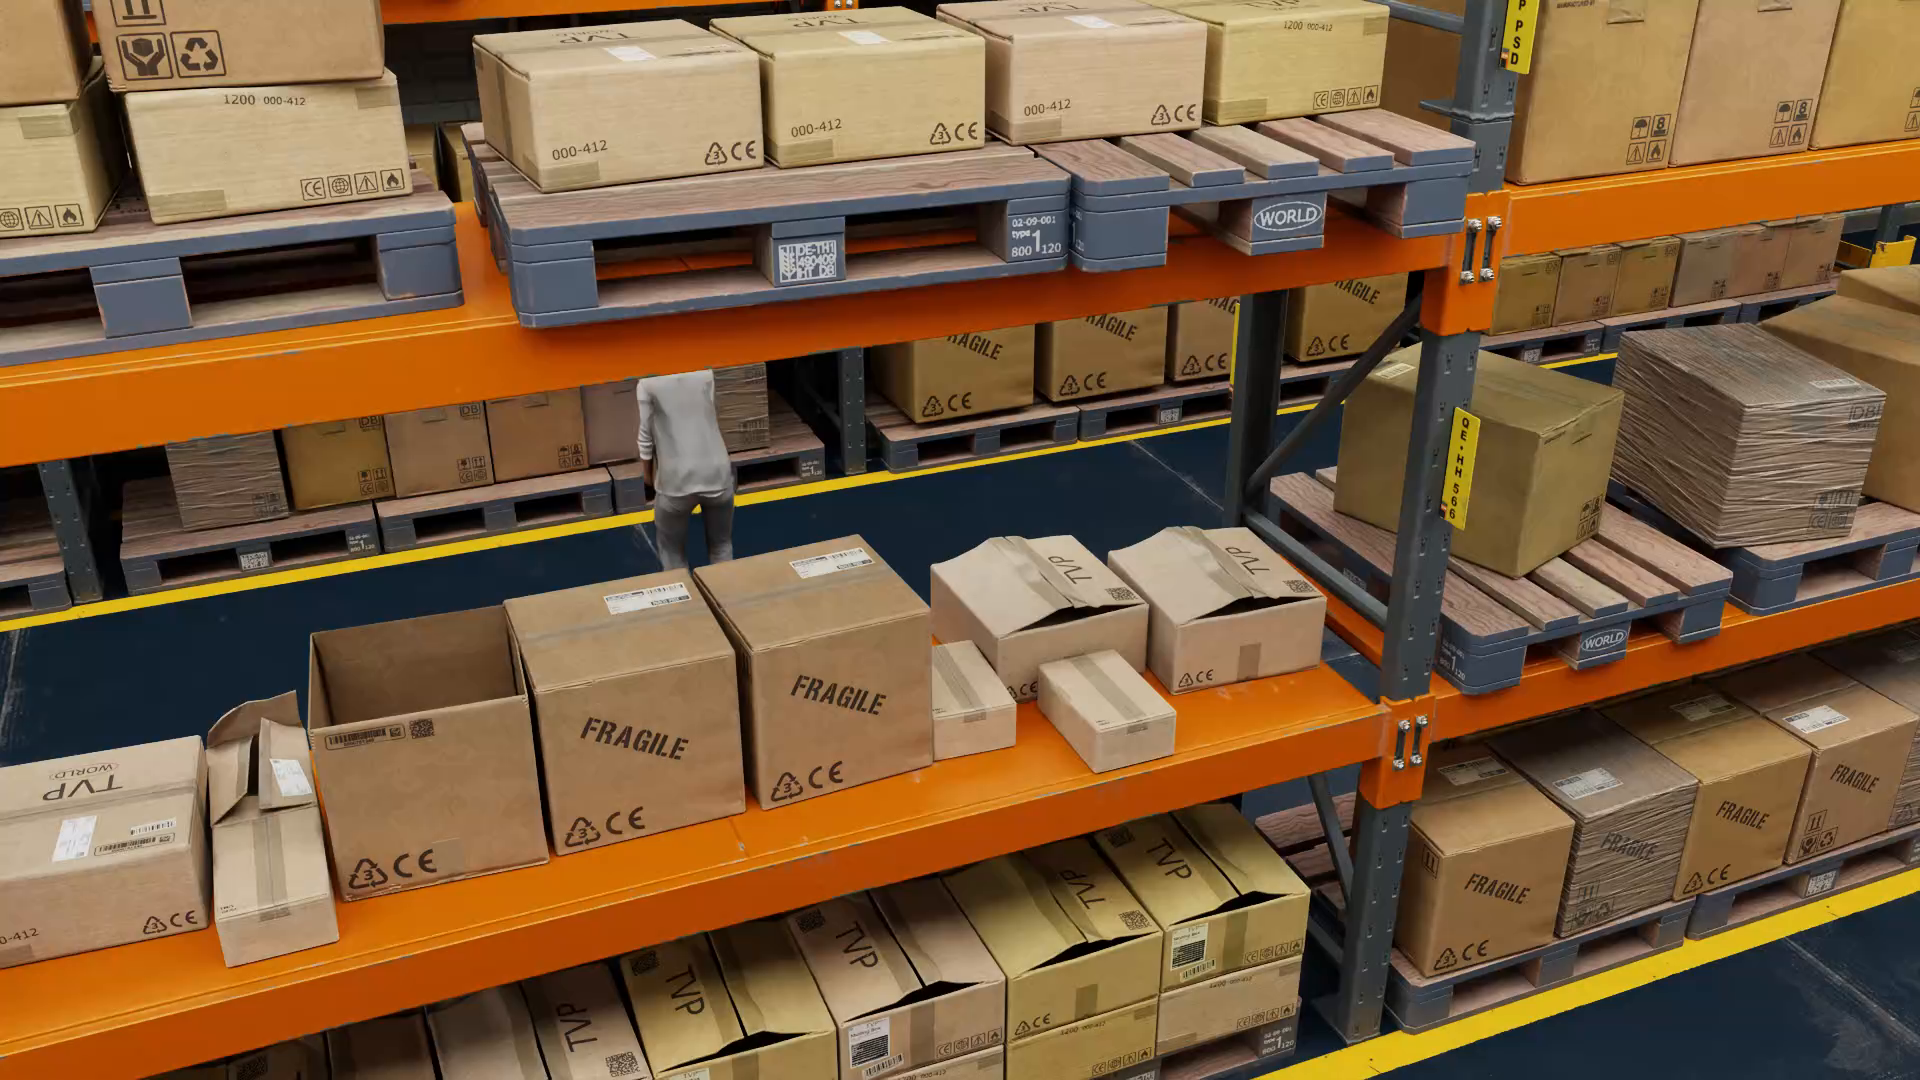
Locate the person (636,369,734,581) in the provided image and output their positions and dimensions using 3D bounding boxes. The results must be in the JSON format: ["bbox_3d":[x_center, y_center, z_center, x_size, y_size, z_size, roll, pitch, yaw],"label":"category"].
[{"bbox_3d":[-1.248,-0.263,7.607,0.374,1.545,0.547,-11,28,-21],"label":"person"}]
